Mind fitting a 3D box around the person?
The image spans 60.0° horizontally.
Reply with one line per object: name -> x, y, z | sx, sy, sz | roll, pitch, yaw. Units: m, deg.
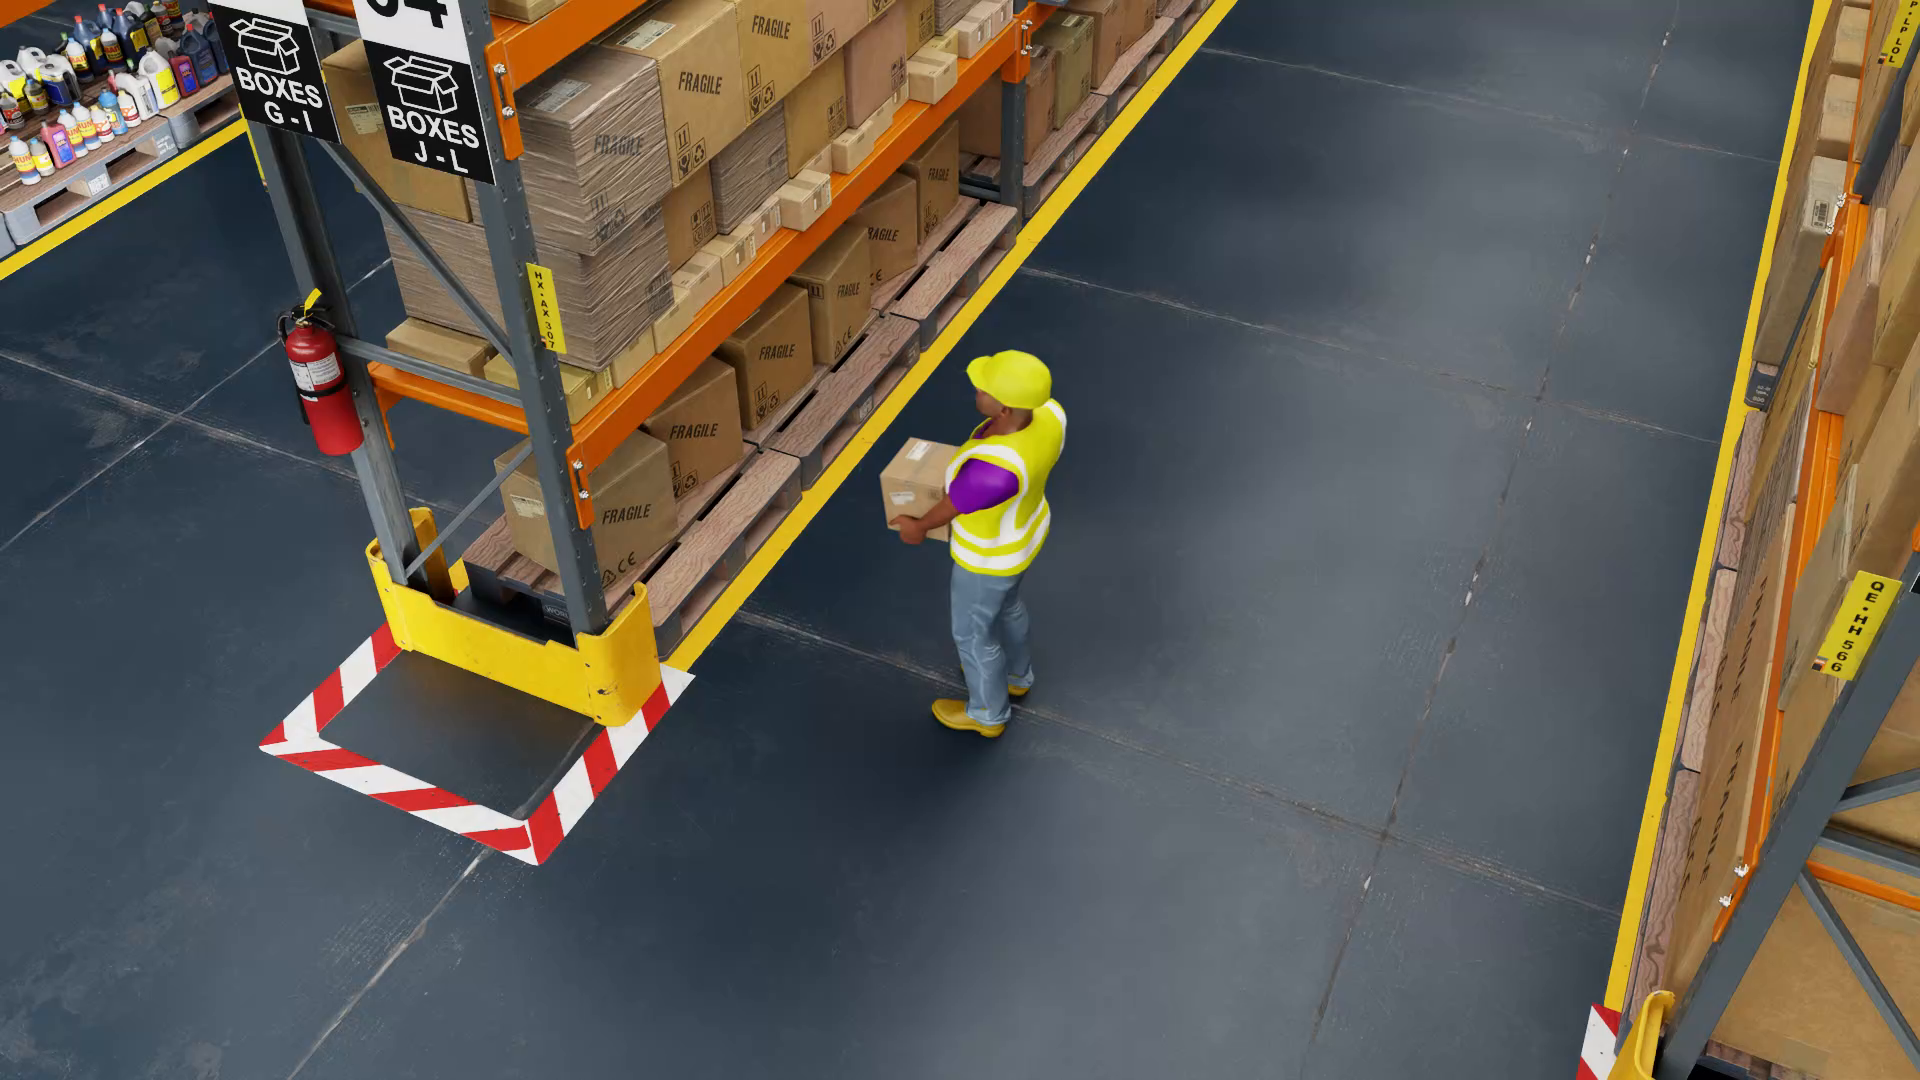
person -> 0.047, -0.011, 6.158 | 0.577, 1.761, 0.502 | 17, 45, 19
